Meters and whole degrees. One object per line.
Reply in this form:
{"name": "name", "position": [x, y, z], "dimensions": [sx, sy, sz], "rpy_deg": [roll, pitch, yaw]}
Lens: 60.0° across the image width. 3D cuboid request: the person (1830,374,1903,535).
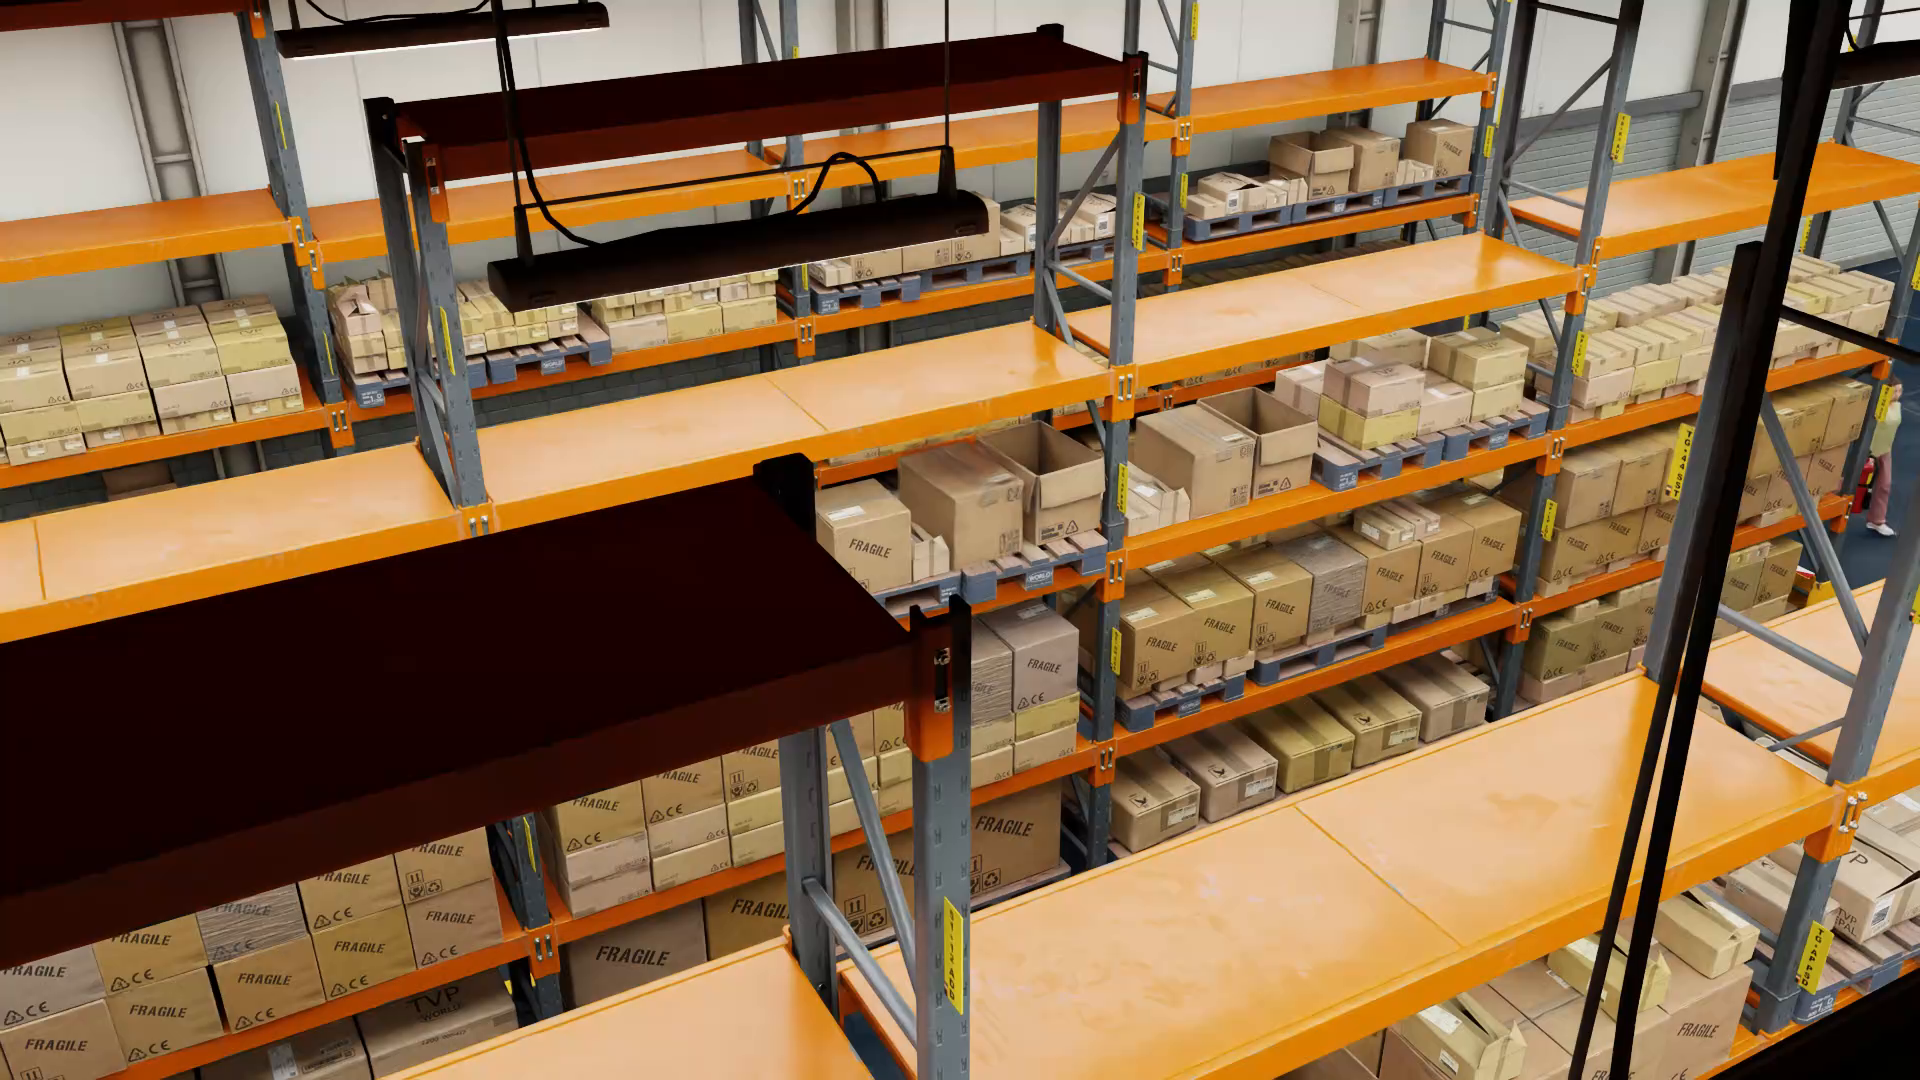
{"name": "person", "position": [9.287, -0.916, 16.937], "dimensions": [0.437, 1.656, 0.810], "rpy_deg": [-8, 29, -15]}
